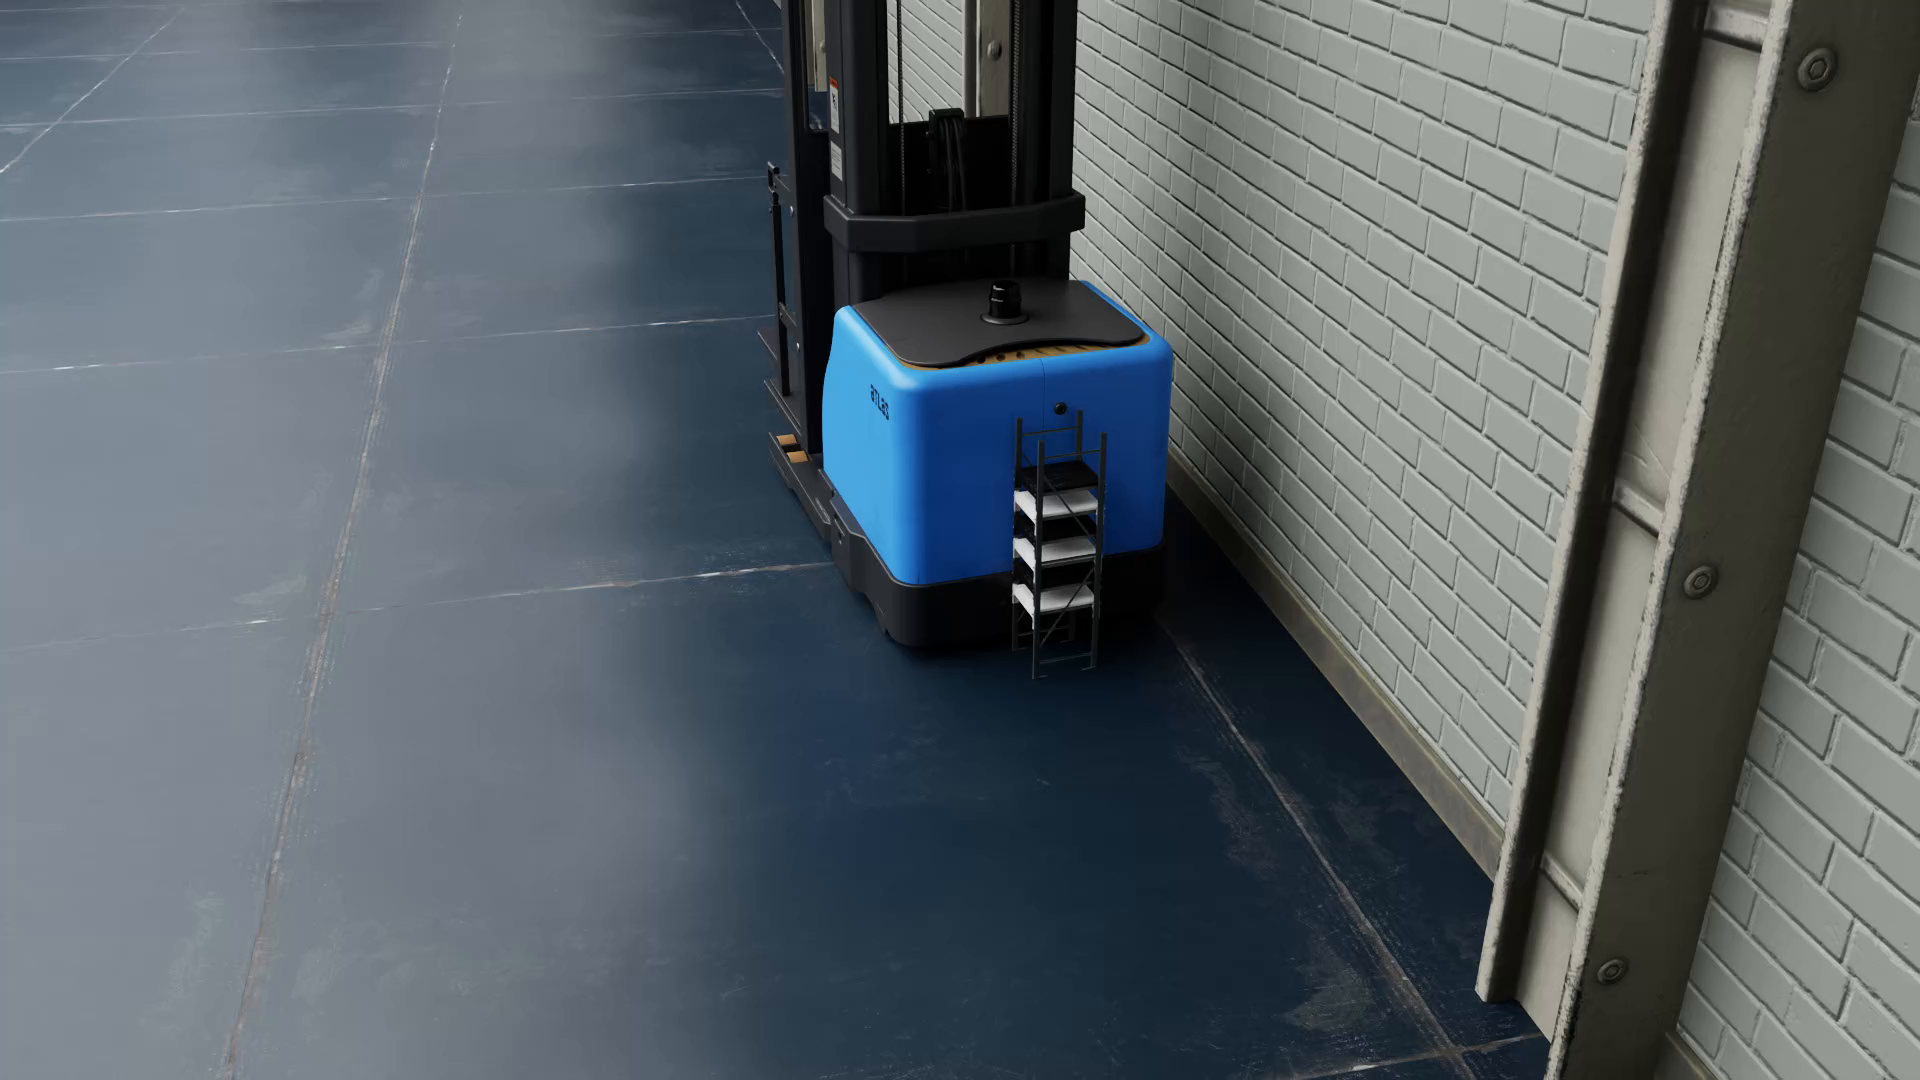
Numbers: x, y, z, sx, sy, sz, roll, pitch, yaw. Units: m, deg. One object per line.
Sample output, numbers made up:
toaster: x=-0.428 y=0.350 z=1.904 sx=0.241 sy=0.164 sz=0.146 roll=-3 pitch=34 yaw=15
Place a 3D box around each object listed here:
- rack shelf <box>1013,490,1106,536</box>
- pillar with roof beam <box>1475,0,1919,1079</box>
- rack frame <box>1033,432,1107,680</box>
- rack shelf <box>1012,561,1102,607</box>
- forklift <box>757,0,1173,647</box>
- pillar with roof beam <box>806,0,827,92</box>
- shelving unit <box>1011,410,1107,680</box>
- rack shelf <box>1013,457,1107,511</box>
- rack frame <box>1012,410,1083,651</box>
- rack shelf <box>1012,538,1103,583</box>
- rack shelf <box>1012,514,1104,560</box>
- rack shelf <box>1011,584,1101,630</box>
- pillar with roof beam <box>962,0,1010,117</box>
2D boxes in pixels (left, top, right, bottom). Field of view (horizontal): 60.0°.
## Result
rack shelf: x=0.334 y=-0.109 z=5.641 sx=0.258 sy=0.077 sz=0.200 roll=-9 pitch=28 yaw=-17
pillar with roof beam: x=-2.640 y=-2.323 z=1.366 sx=9.100 sy=9.000 sz=0.400 roll=-6 pitch=27 yaw=-12
rack frame: x=0.367 y=0.066 z=5.621 sx=0.240 sy=0.900 sz=0.006 roll=-9 pitch=28 yaw=-17
rack shelf: x=0.334 y=0.132 z=5.763 sx=0.258 sy=0.077 sz=0.200 roll=-9 pitch=28 yaw=-17
forklift: x=-0.205 y=-1.577 z=6.622 sx=1.130 sy=2.935 sz=3.031 roll=-9 pitch=28 yaw=-17
pillar with roof beam: x=-5.344 y=-7.591 z=11.803 sx=9.100 sy=9.000 sz=0.400 roll=-6 pitch=27 yaw=-12
shelving unit: x=0.334 y=0.022 z=5.707 sx=0.258 sy=0.900 sz=0.210 roll=-9 pitch=28 yaw=-17
rack shelf: x=0.334 y=-0.189 z=5.601 sx=0.258 sy=0.077 sz=0.200 roll=-9 pitch=28 yaw=-17
rack frame: x=0.301 y=-0.021 z=5.793 sx=0.240 sy=0.900 sz=0.006 roll=-9 pitch=28 yaw=-17
rack shelf: x=0.334 y=0.052 z=5.722 sx=0.258 sy=0.077 sz=0.200 roll=-9 pitch=28 yaw=-17
rack shelf: x=0.334 y=-0.028 z=5.682 sx=0.258 sy=0.077 sz=0.200 roll=-9 pitch=28 yaw=-17
rack shelf: x=0.334 y=0.213 z=5.803 sx=0.258 sy=0.077 sz=0.200 roll=-9 pitch=28 yaw=-17
pillar with roof beam: x=-3.992 y=-4.957 z=6.585 sx=9.100 sy=9.000 sz=0.400 roll=-6 pitch=27 yaw=-12
